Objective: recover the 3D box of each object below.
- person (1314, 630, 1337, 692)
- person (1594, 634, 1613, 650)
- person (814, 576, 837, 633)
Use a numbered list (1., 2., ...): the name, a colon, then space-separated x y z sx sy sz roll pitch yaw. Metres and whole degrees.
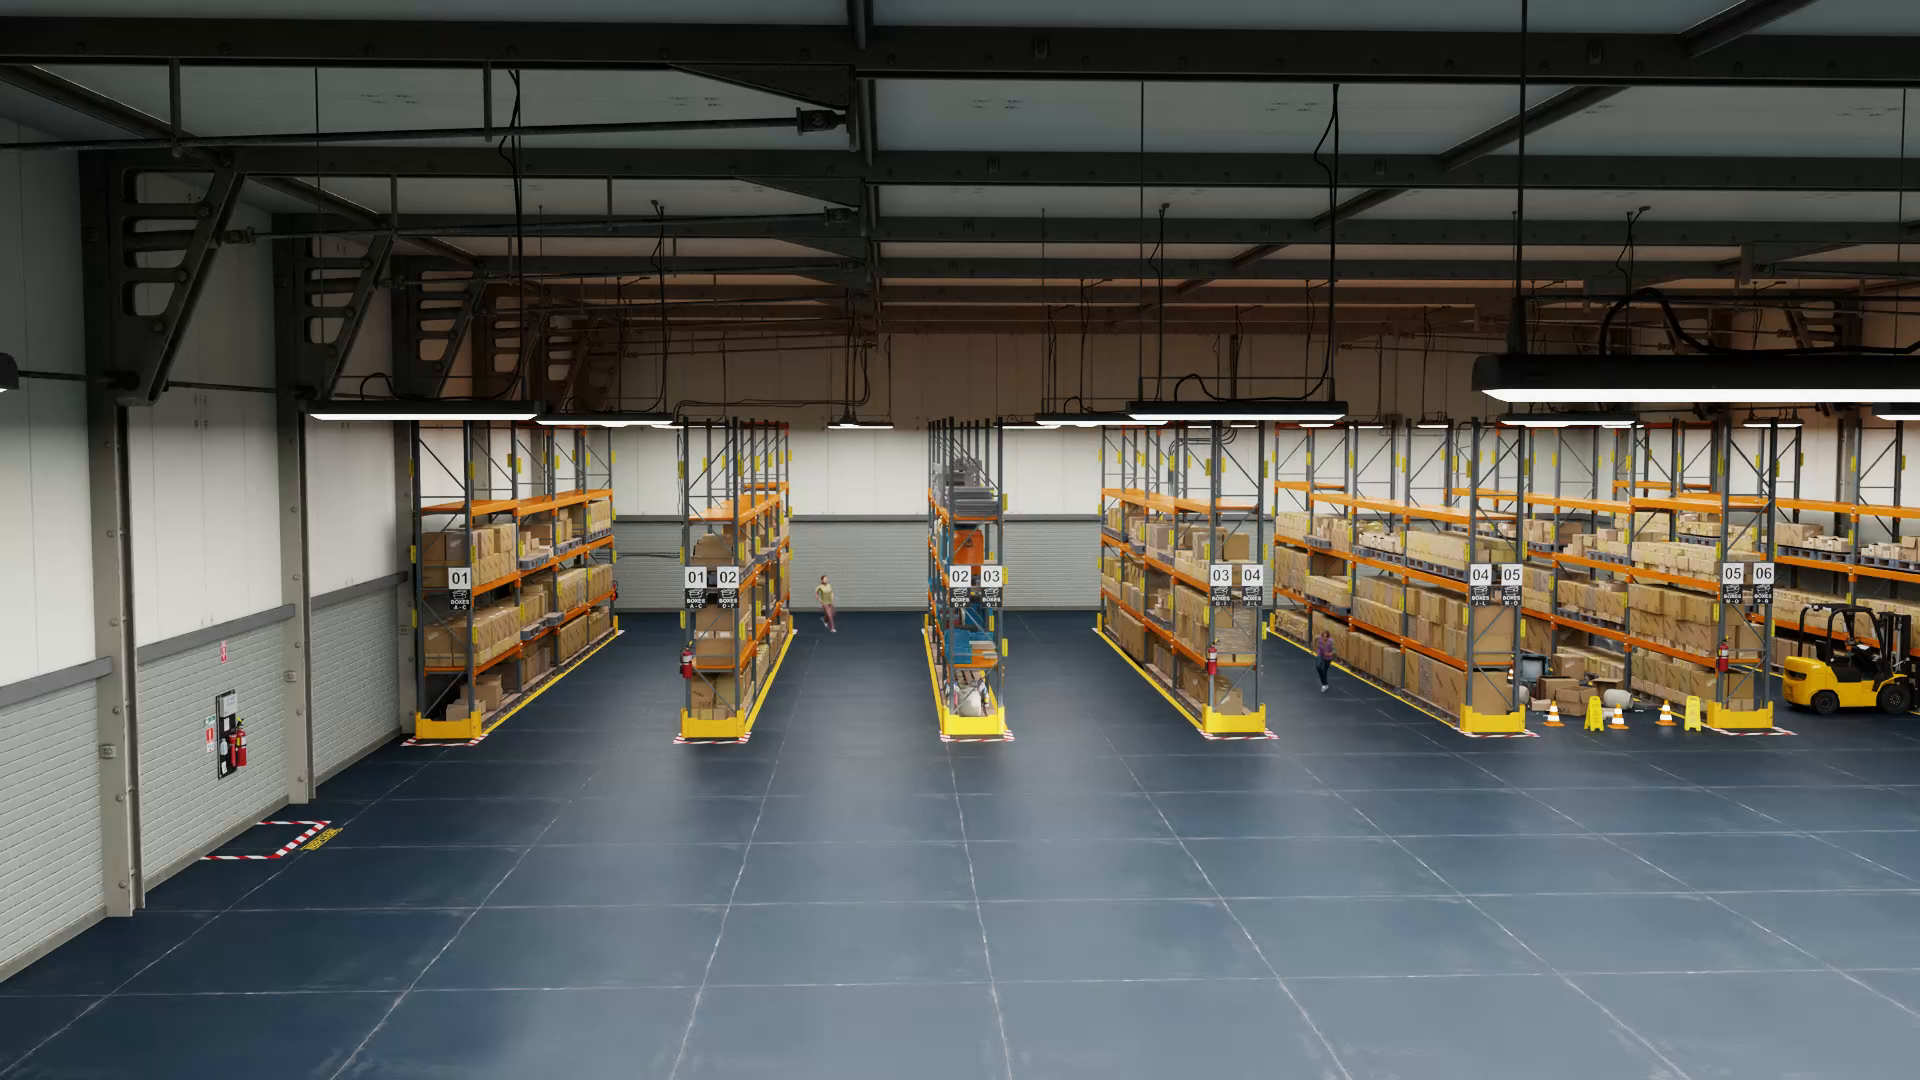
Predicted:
1. person: 8.105 2.638 36.883 0.525 1.374 1.047 1 4 16
2. person: 16.392 2.115 42.645 0.599 1.658 0.902 -1 4 -14
3. person: -3.858 1.821 47.519 0.575 1.621 0.749 -3 4 -34
